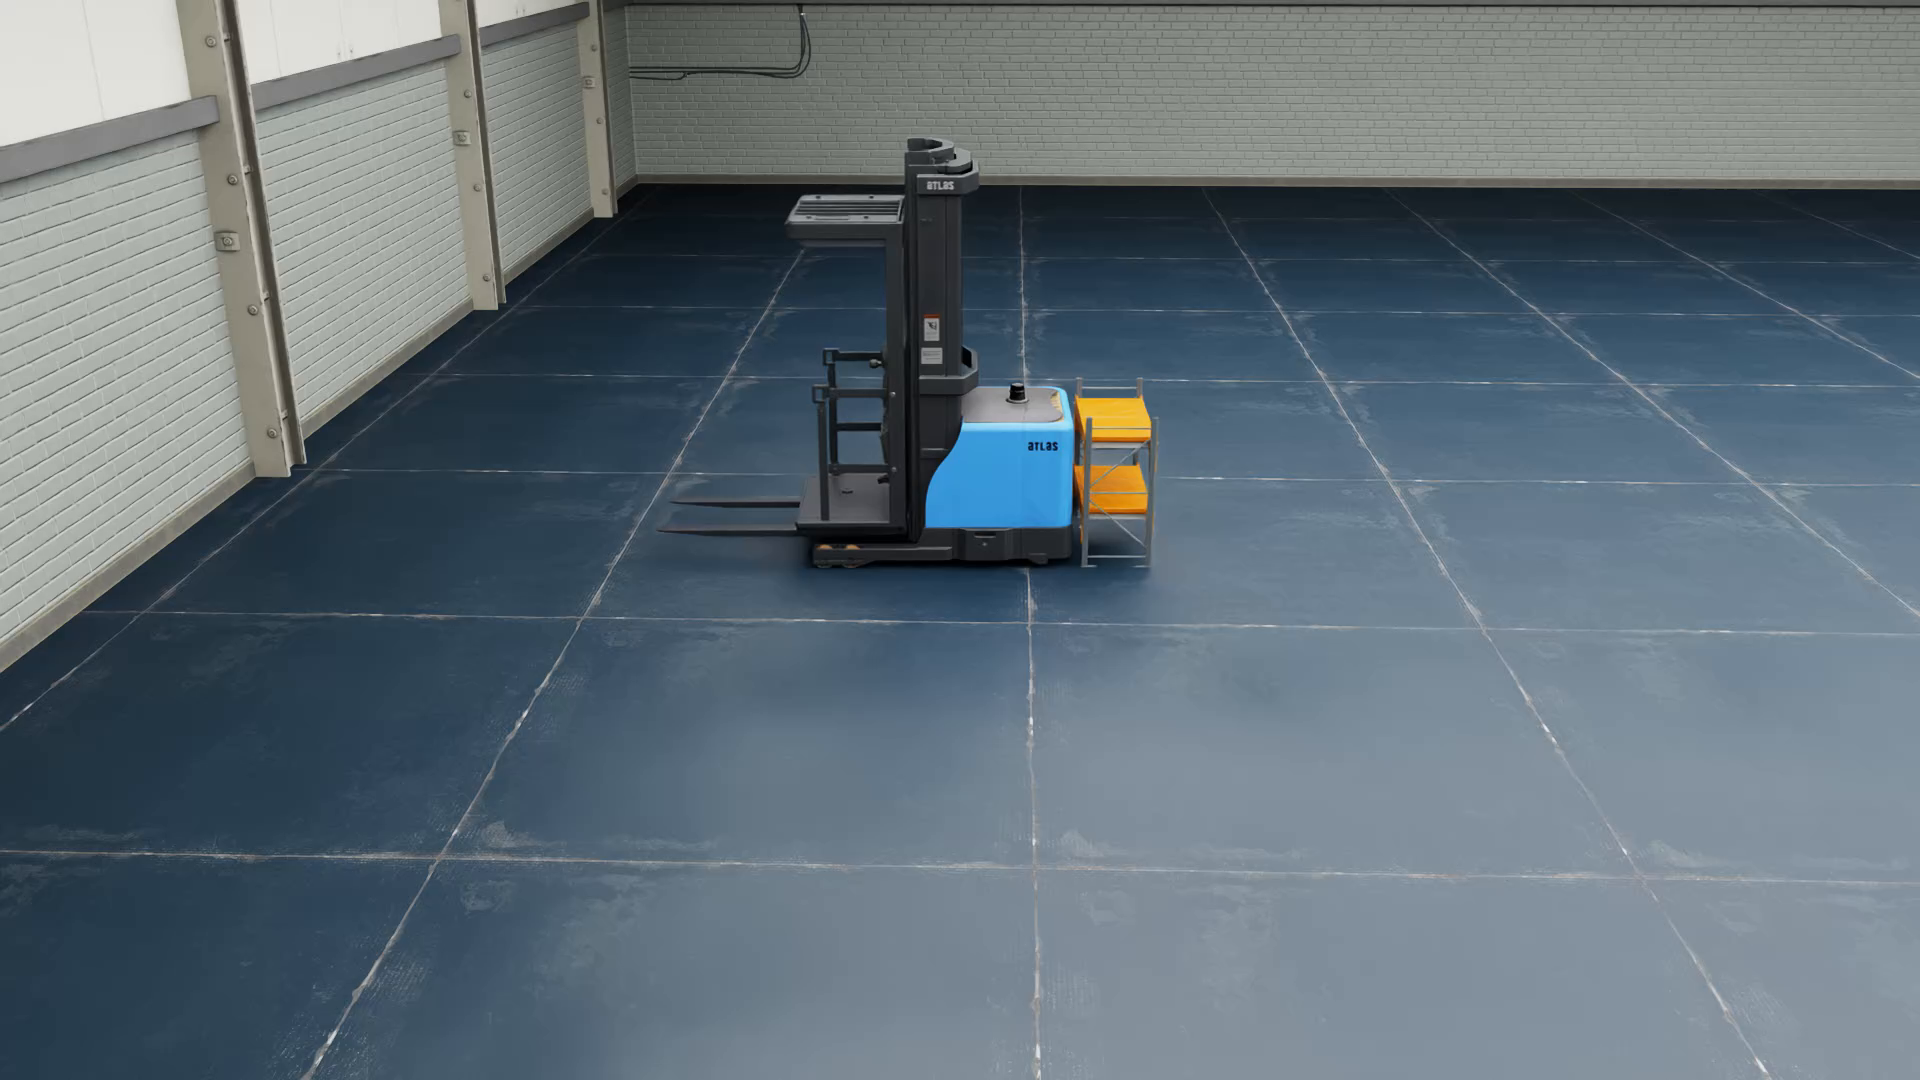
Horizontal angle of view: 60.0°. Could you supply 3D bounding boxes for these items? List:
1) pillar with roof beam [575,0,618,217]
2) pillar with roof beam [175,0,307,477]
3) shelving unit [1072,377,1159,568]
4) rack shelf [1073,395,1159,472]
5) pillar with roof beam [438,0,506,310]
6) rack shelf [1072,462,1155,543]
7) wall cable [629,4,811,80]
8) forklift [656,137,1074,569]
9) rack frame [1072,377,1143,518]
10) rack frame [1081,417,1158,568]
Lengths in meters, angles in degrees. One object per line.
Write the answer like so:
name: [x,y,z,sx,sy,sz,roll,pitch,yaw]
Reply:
pillar with roof beam: [-1.089,-9.086,23.505,9.100,9.000,0.400,1,21,2]
pillar with roof beam: [-1.454,-4.747,12.323,9.100,9.000,0.400,1,21,2]
shelving unit: [1.128,-0.516,12.299,0.538,1.125,1.048,0,21,0]
rack shelf: [1.130,-0.788,12.193,0.538,0.278,1.000,0,21,0]
pillar with roof beam: [-1.271,-6.916,17.914,9.100,9.000,0.400,1,21,2]
rack shelf: [1.127,-0.288,12.387,0.538,0.278,1.000,0,21,0]
wall cable: [-3.980,-8.736,26.896,3.097,2.526,0.112,1,21,2]
forklift: [-0.701,-1.352,11.963,3.031,2.935,1.130,0,21,0]
rack frame: [1.127,-0.700,12.773,0.500,1.125,0.032,0,21,0]
rack frame: [1.130,-0.332,11.825,0.500,1.125,0.032,0,21,0]
